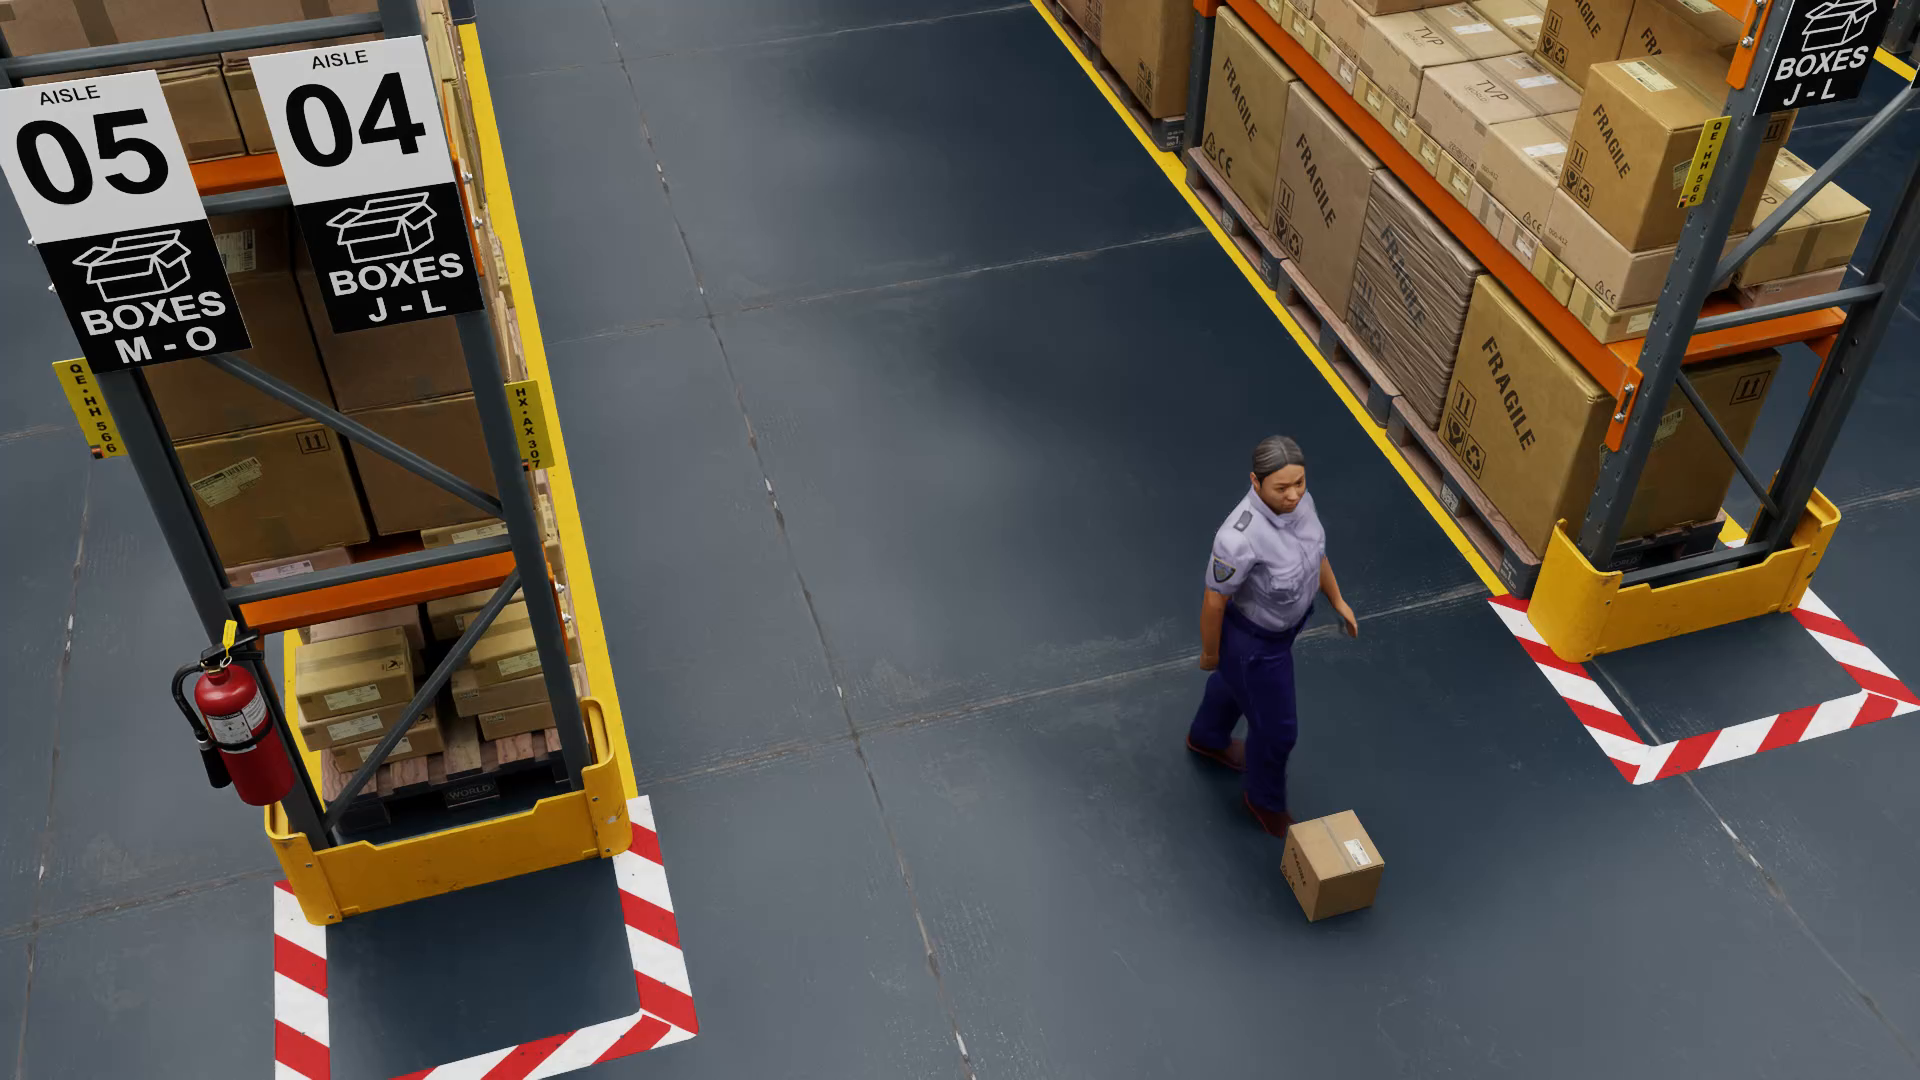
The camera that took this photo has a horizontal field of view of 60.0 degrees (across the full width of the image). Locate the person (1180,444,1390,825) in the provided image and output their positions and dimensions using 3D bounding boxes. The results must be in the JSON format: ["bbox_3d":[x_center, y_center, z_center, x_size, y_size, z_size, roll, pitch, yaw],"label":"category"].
[{"bbox_3d":[1.176,0.368,5.771,0.845,1.605,0.516,28,49,27],"label":"person"}]
